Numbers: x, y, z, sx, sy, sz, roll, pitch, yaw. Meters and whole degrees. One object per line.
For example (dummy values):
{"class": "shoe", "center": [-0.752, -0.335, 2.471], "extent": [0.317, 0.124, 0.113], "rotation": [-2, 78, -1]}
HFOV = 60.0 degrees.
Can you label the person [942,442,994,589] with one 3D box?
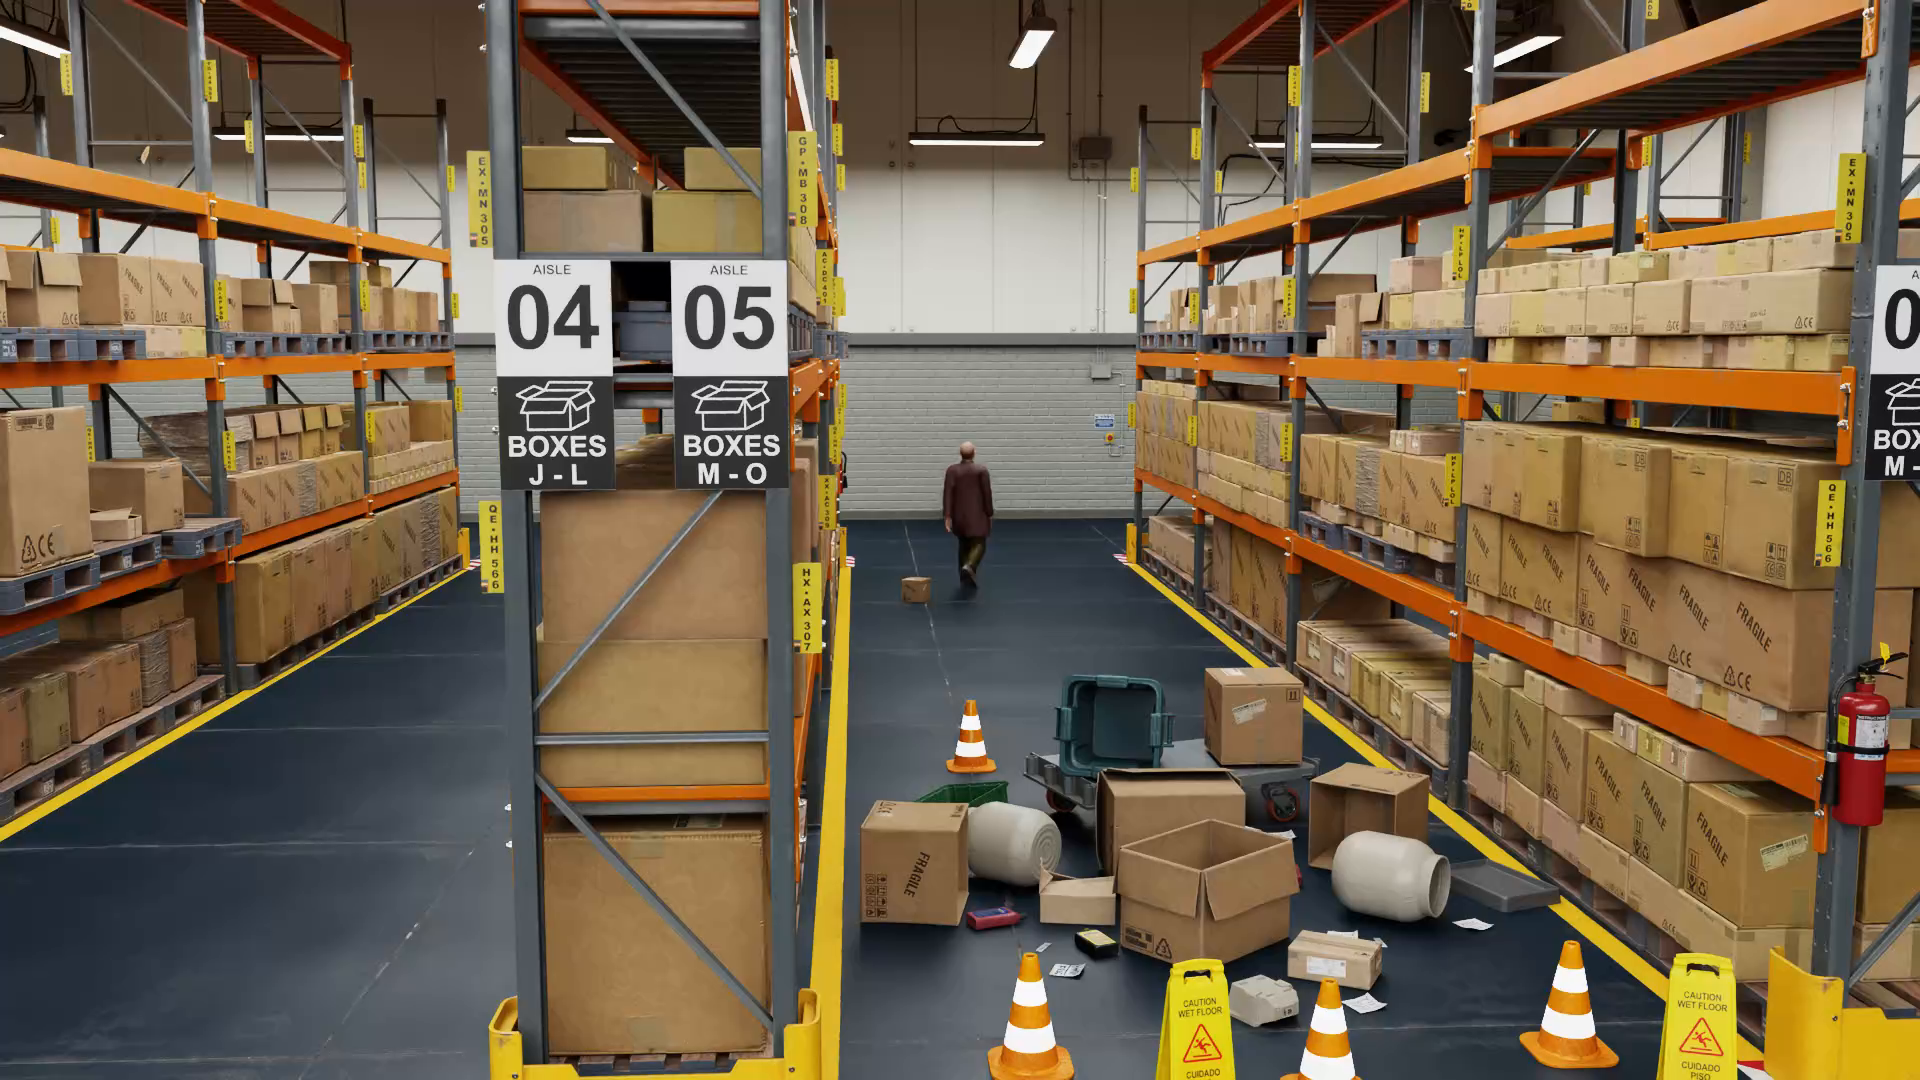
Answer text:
{"class": "person", "center": [0.097, -0.289, 19.644], "extent": [0.578, 1.745, 0.932], "rotation": [2, 7, 17]}
